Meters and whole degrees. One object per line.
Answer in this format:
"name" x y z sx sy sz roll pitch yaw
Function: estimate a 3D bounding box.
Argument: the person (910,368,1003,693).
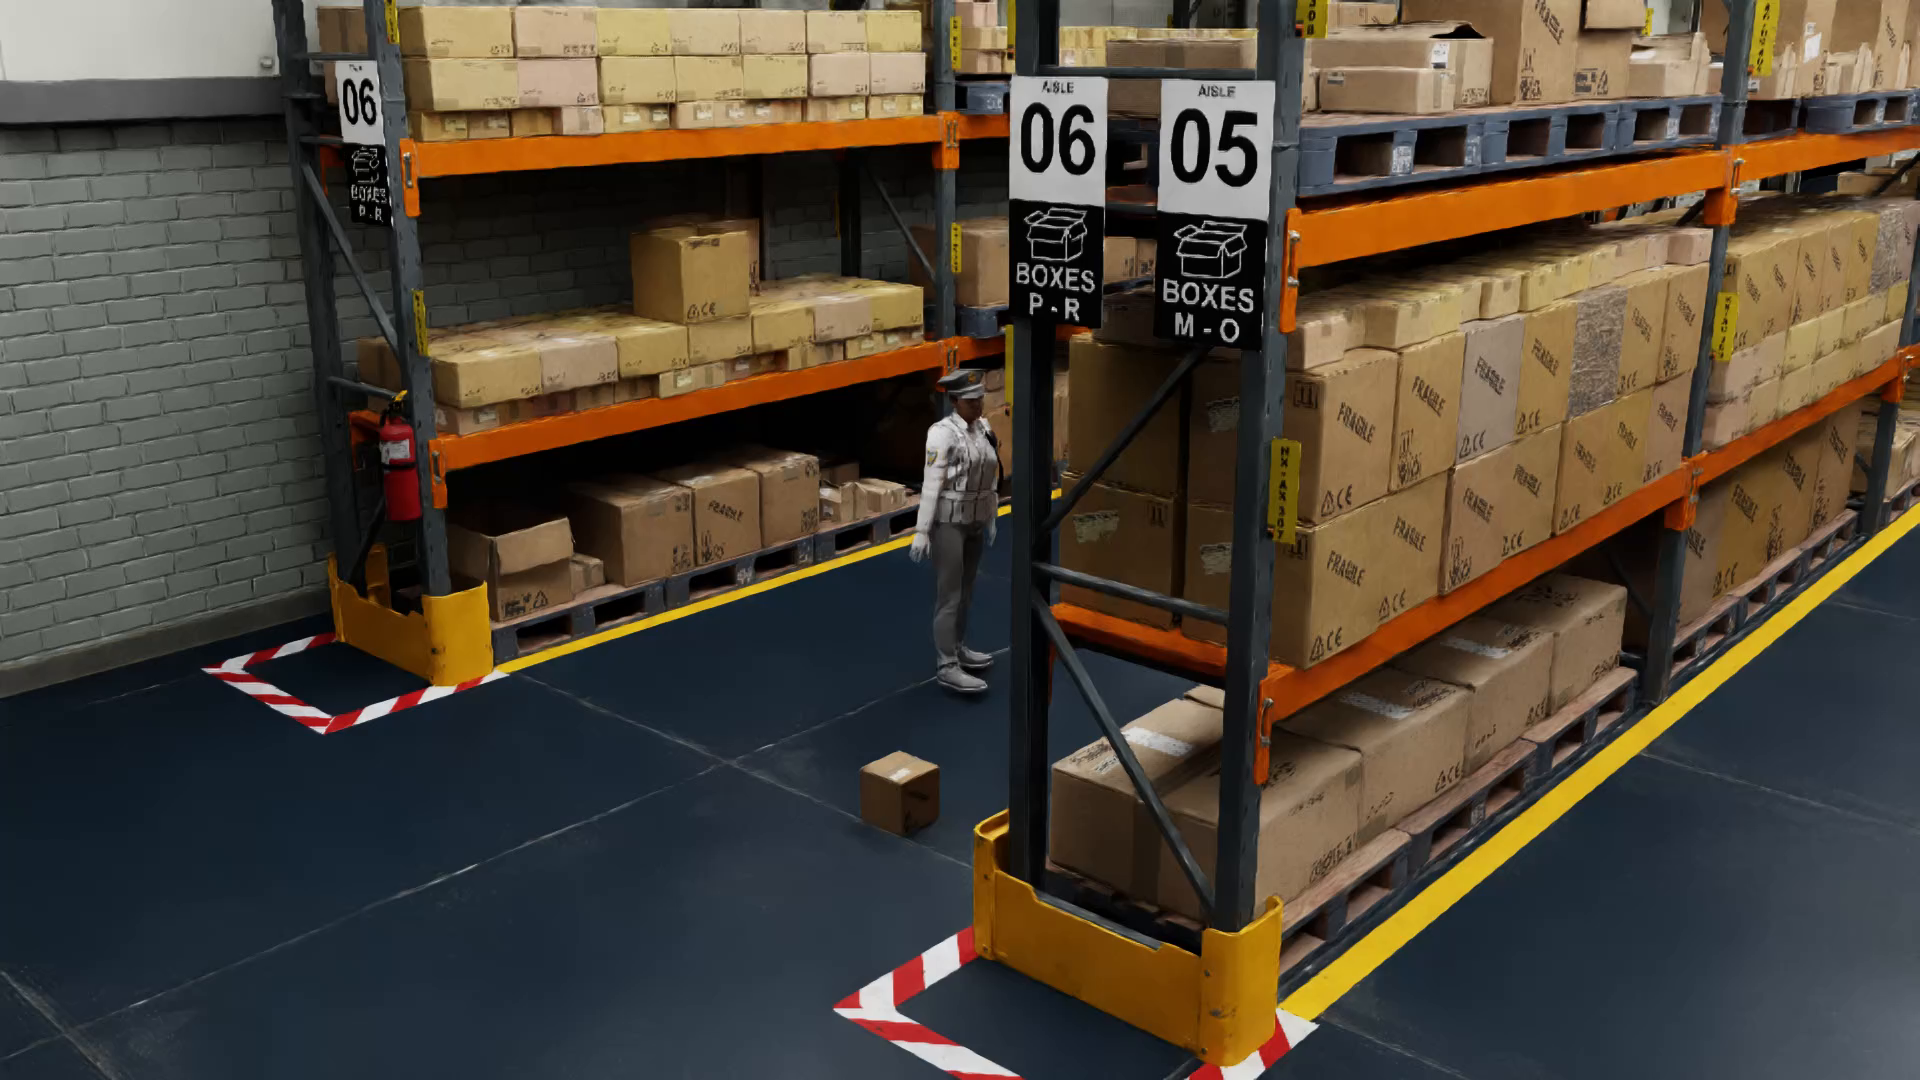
"person" 0.016 -0.059 8.622 0.482 1.679 0.648 13 21 36
